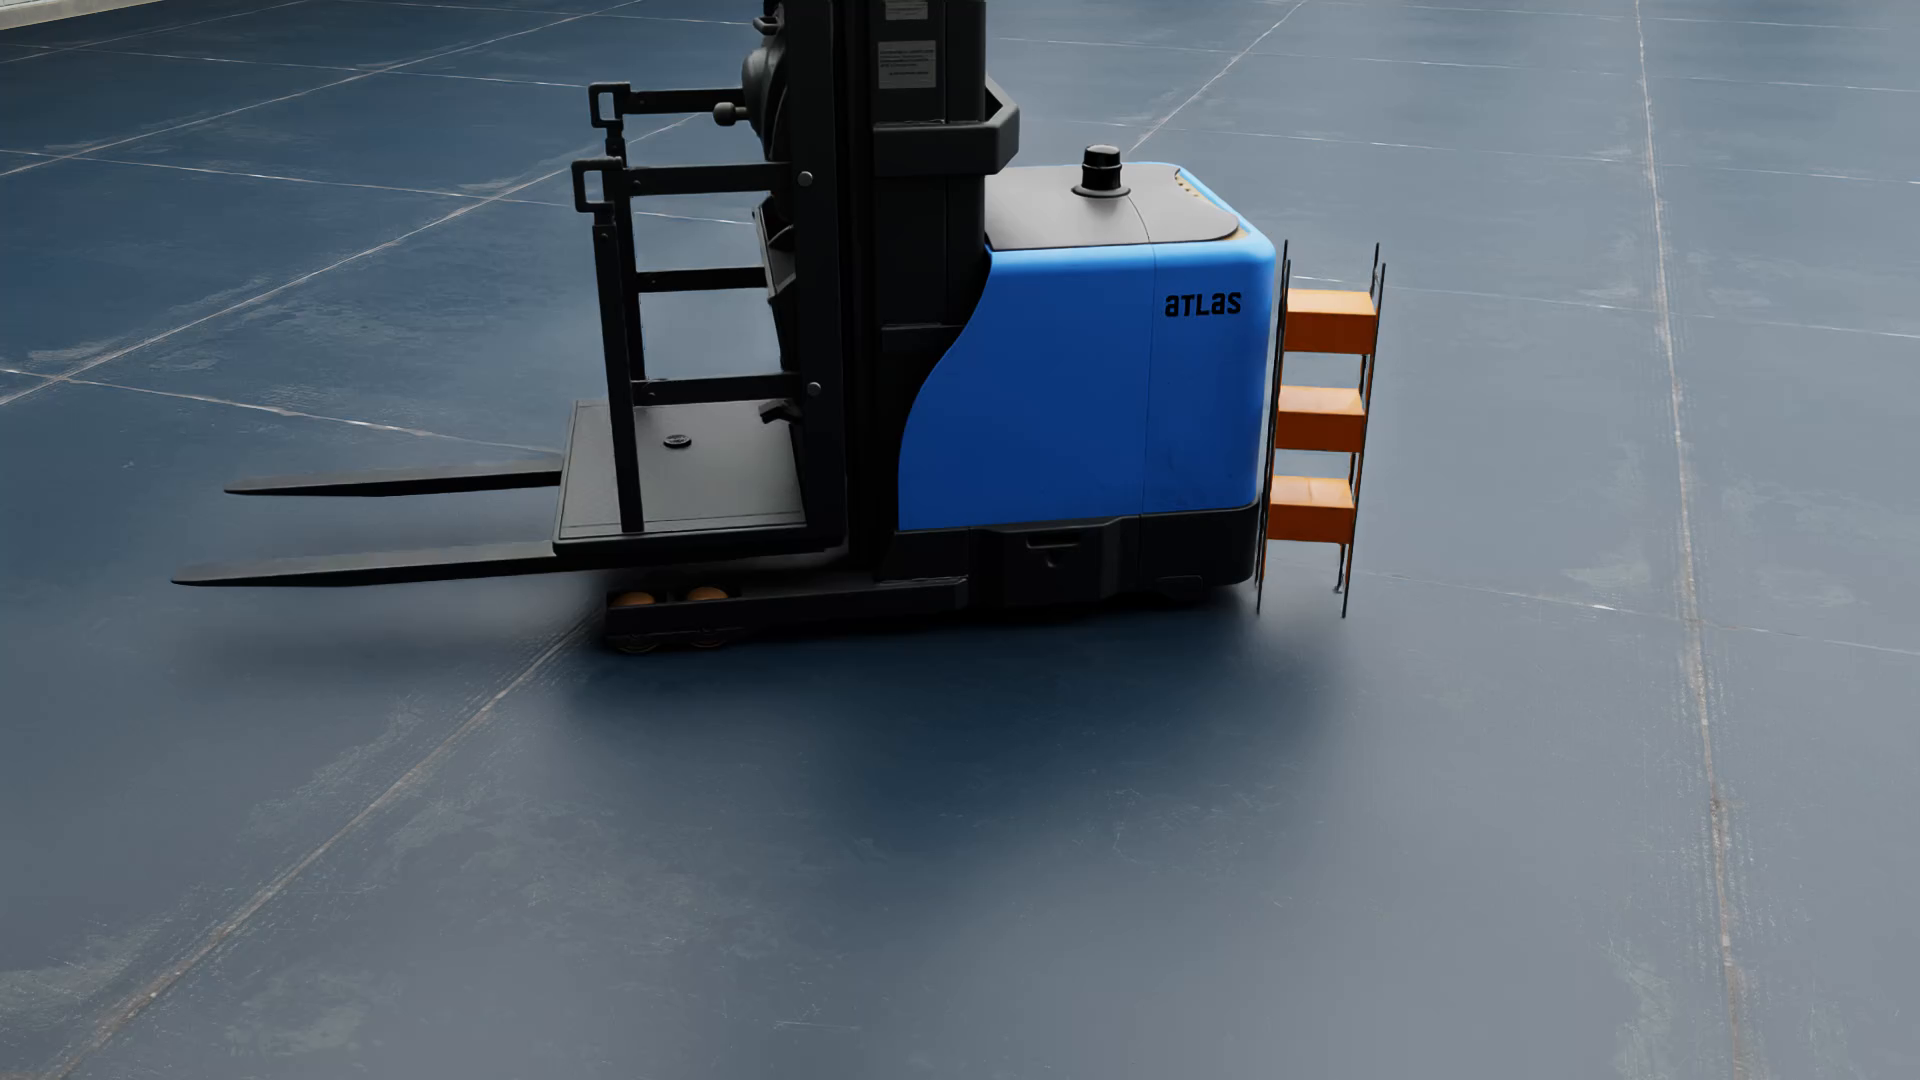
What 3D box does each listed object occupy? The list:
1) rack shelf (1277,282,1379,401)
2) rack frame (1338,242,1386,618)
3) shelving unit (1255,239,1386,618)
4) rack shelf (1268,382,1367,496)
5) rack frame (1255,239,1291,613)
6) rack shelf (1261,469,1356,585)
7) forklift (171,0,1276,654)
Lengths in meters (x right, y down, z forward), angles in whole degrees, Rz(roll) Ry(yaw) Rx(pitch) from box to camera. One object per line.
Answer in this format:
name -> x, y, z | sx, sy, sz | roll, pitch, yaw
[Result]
rack shelf -> 0.998, -0.544, 4.543 | 0.240, 0.259, 0.215 | 3, 26, 7
rack frame -> 1.119, -0.292, 4.647 | 0.008, 1.050, 0.200 | 3, 26, 7
shelving unit -> 0.998, -0.298, 4.662 | 0.252, 1.050, 0.215 | 3, 26, 7
rack shelf -> 0.998, -0.289, 4.666 | 0.240, 0.259, 0.215 | 3, 26, 7
rack frame -> 0.877, -0.305, 4.676 | 0.008, 1.050, 0.200 | 3, 26, 7
rack shelf -> 0.998, -0.039, 4.787 | 0.240, 0.259, 0.215 | 3, 26, 7
forklift -> -0.697, -1.253, 4.474 | 3.031, 2.935, 1.130 | -4, 26, -8
